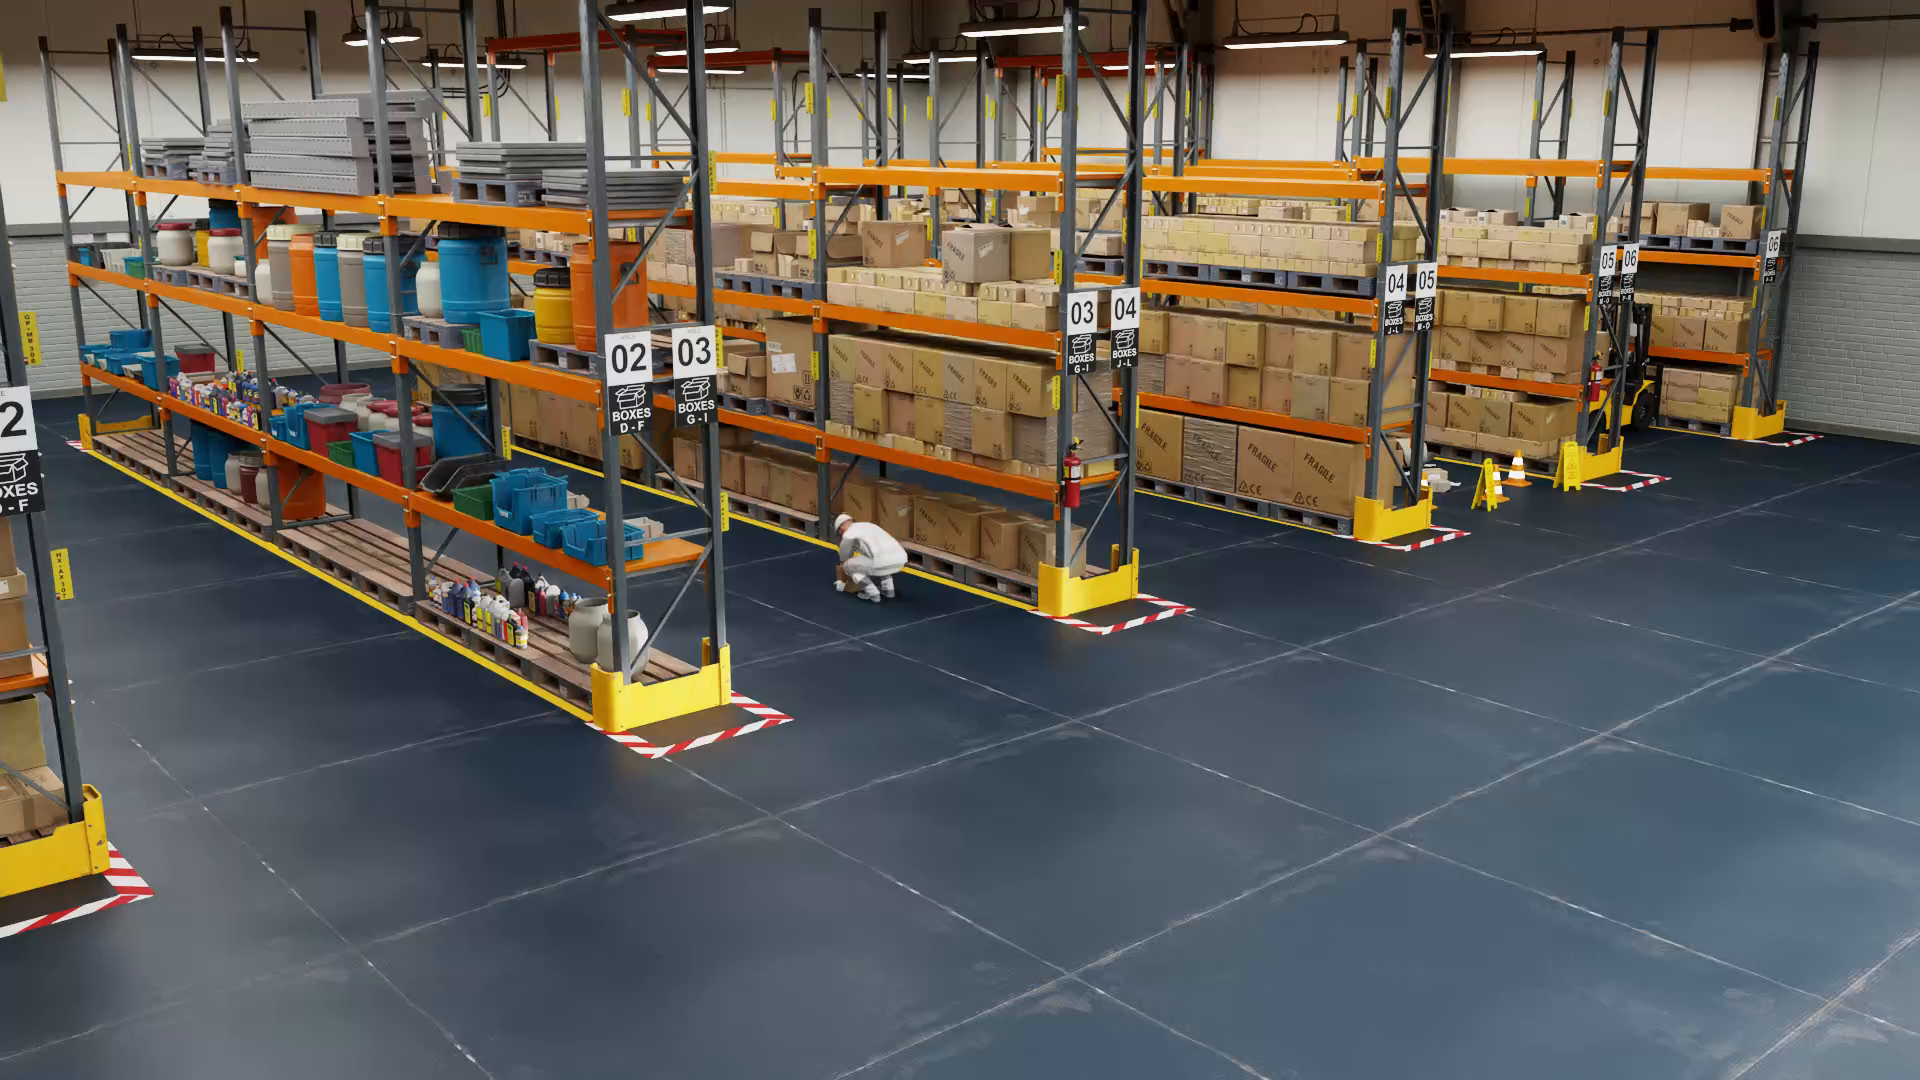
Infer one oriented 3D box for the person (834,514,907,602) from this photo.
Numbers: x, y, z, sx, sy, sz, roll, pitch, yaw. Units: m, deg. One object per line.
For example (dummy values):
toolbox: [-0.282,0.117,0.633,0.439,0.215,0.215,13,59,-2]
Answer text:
person: [-0.949,0.212,17.279,0.534,0.875,0.909,-12,18,-40]
